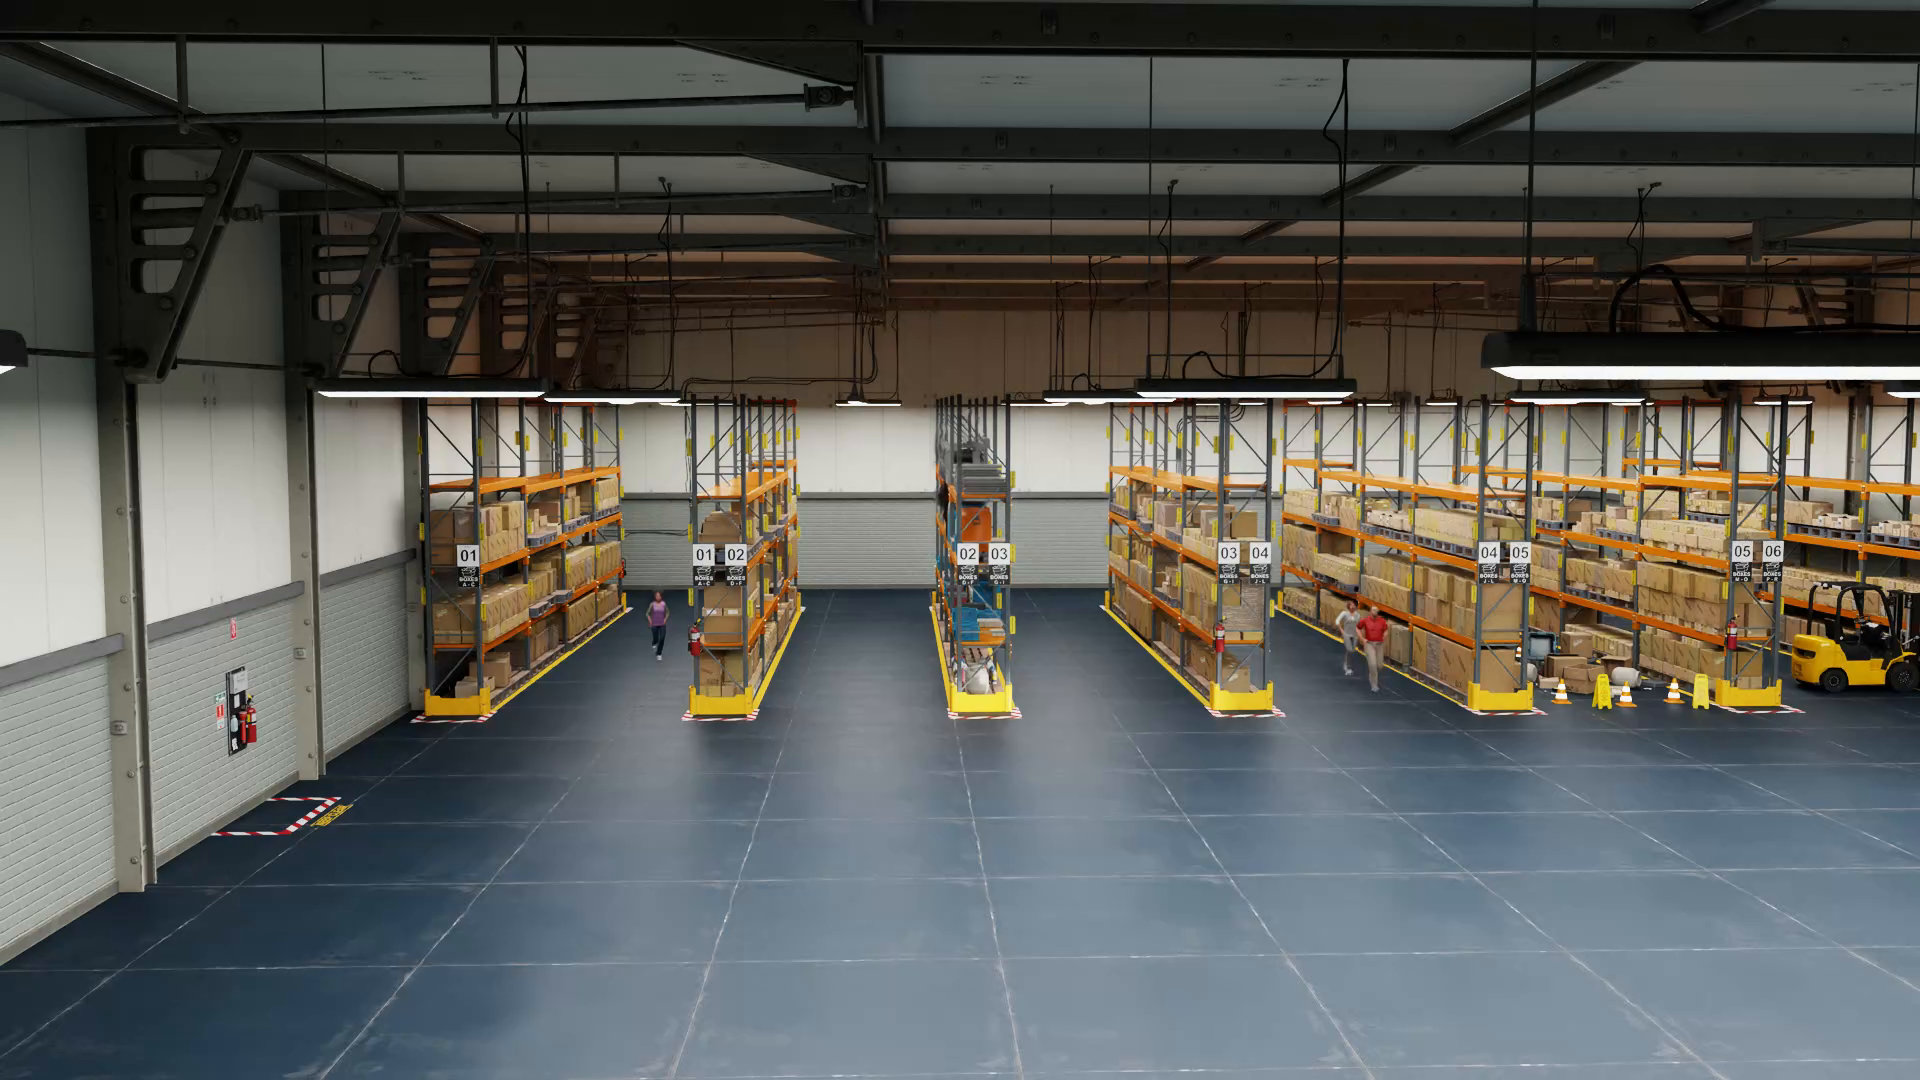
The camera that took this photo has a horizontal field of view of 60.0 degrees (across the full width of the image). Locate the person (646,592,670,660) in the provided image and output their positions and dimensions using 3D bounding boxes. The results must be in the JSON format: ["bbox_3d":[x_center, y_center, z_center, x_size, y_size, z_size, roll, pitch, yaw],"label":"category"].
[{"bbox_3d":[-6.911,1.957,38.103,0.538,1.557,0.549,-1,5,-18],"label":"person"}]

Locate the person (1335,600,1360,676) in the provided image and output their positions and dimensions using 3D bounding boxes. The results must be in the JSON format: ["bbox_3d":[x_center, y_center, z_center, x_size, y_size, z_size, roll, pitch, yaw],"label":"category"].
[{"bbox_3d":[8.408,2.120,35.856,0.529,1.646,0.620,-1,5,-11],"label":"person"}]

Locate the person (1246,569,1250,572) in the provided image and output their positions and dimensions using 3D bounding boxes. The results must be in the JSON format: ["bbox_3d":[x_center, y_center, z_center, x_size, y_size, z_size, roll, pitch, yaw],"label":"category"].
[{"bbox_3d":[8.434,1.117,48.444,0.776,1.594,0.609,-1,5,-15],"label":"person"}]

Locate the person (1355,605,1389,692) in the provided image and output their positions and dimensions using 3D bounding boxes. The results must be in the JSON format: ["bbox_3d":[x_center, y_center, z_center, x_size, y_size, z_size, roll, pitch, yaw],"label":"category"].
[{"bbox_3d":[8.445,2.195,34.024,0.670,1.726,0.789,-1,5,-7],"label":"person"}]
